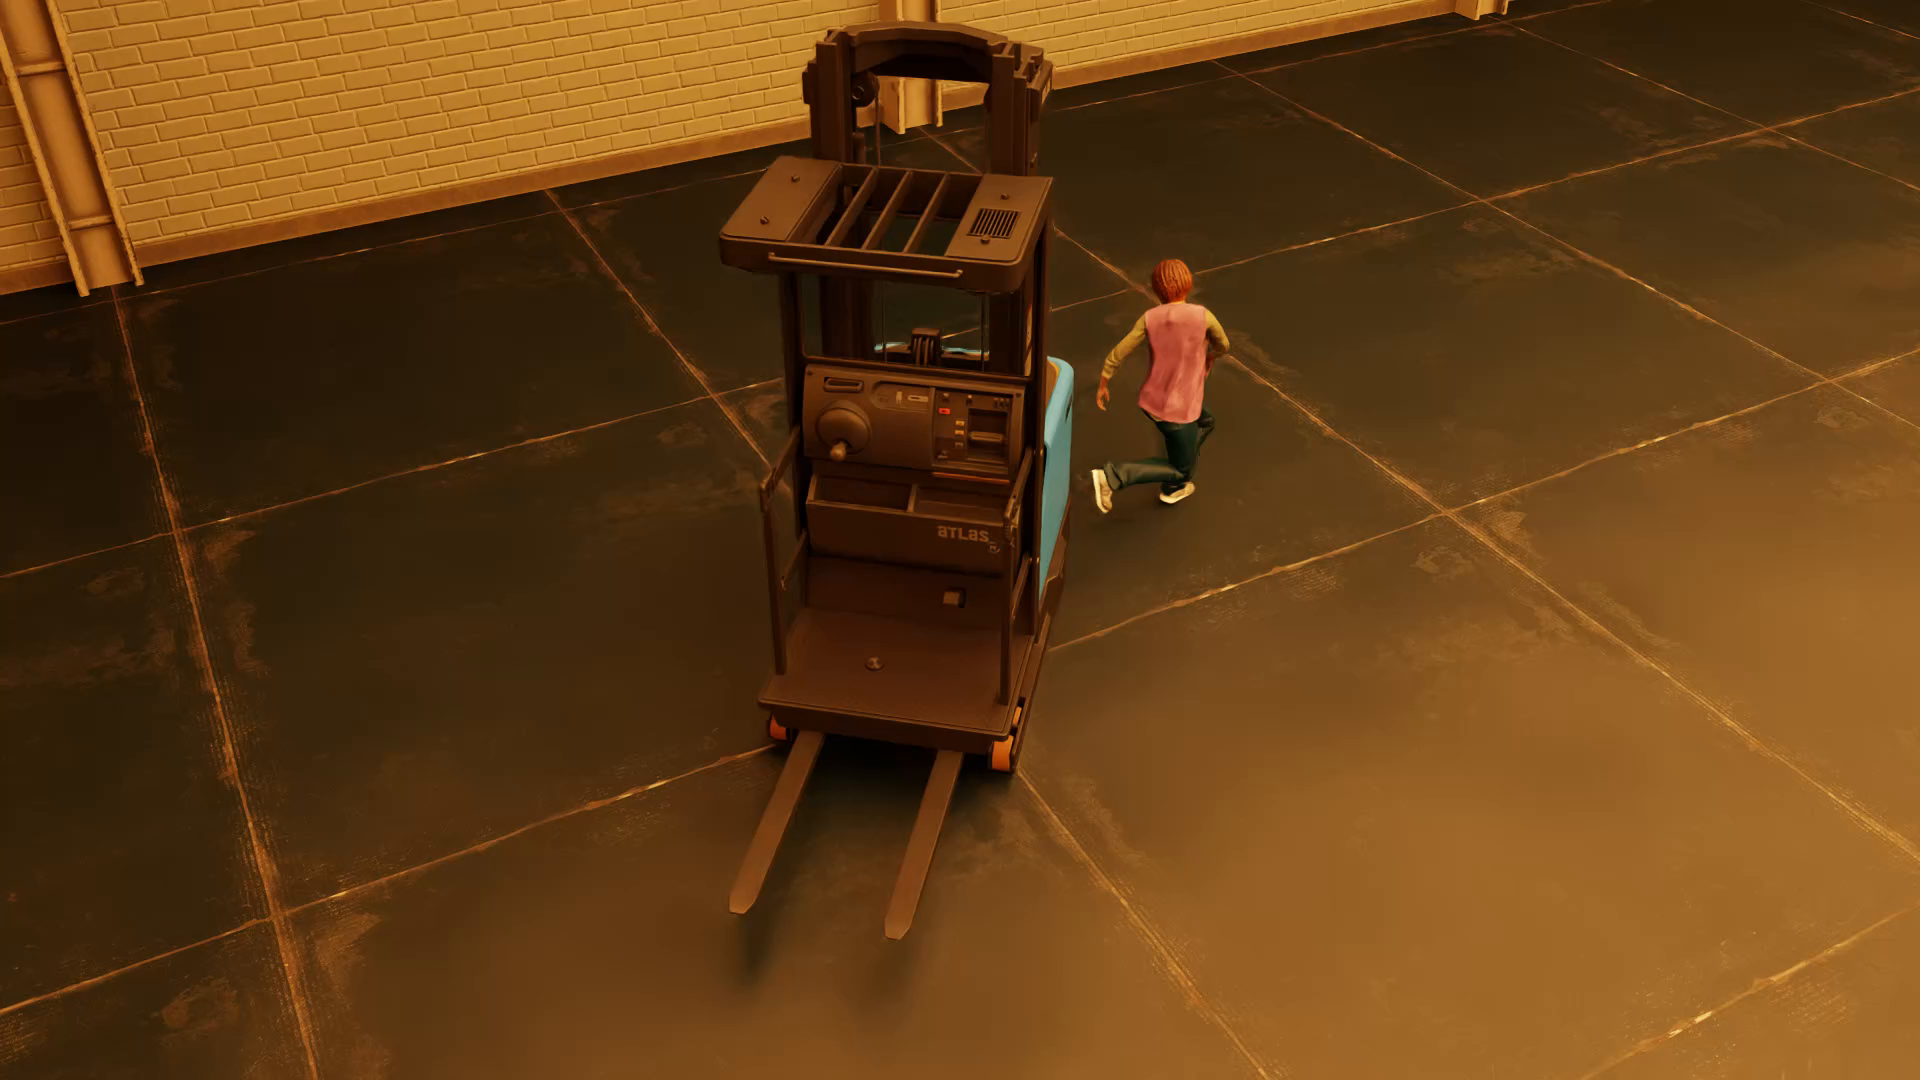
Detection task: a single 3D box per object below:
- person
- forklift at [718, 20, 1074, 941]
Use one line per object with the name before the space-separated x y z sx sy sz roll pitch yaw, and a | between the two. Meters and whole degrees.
person | 1.024 -0.760 8.593 0.811 1.371 0.539 -24 42 -30
forklift | -0.239 -0.424 6.723 1.130 2.935 3.031 7 36 10
